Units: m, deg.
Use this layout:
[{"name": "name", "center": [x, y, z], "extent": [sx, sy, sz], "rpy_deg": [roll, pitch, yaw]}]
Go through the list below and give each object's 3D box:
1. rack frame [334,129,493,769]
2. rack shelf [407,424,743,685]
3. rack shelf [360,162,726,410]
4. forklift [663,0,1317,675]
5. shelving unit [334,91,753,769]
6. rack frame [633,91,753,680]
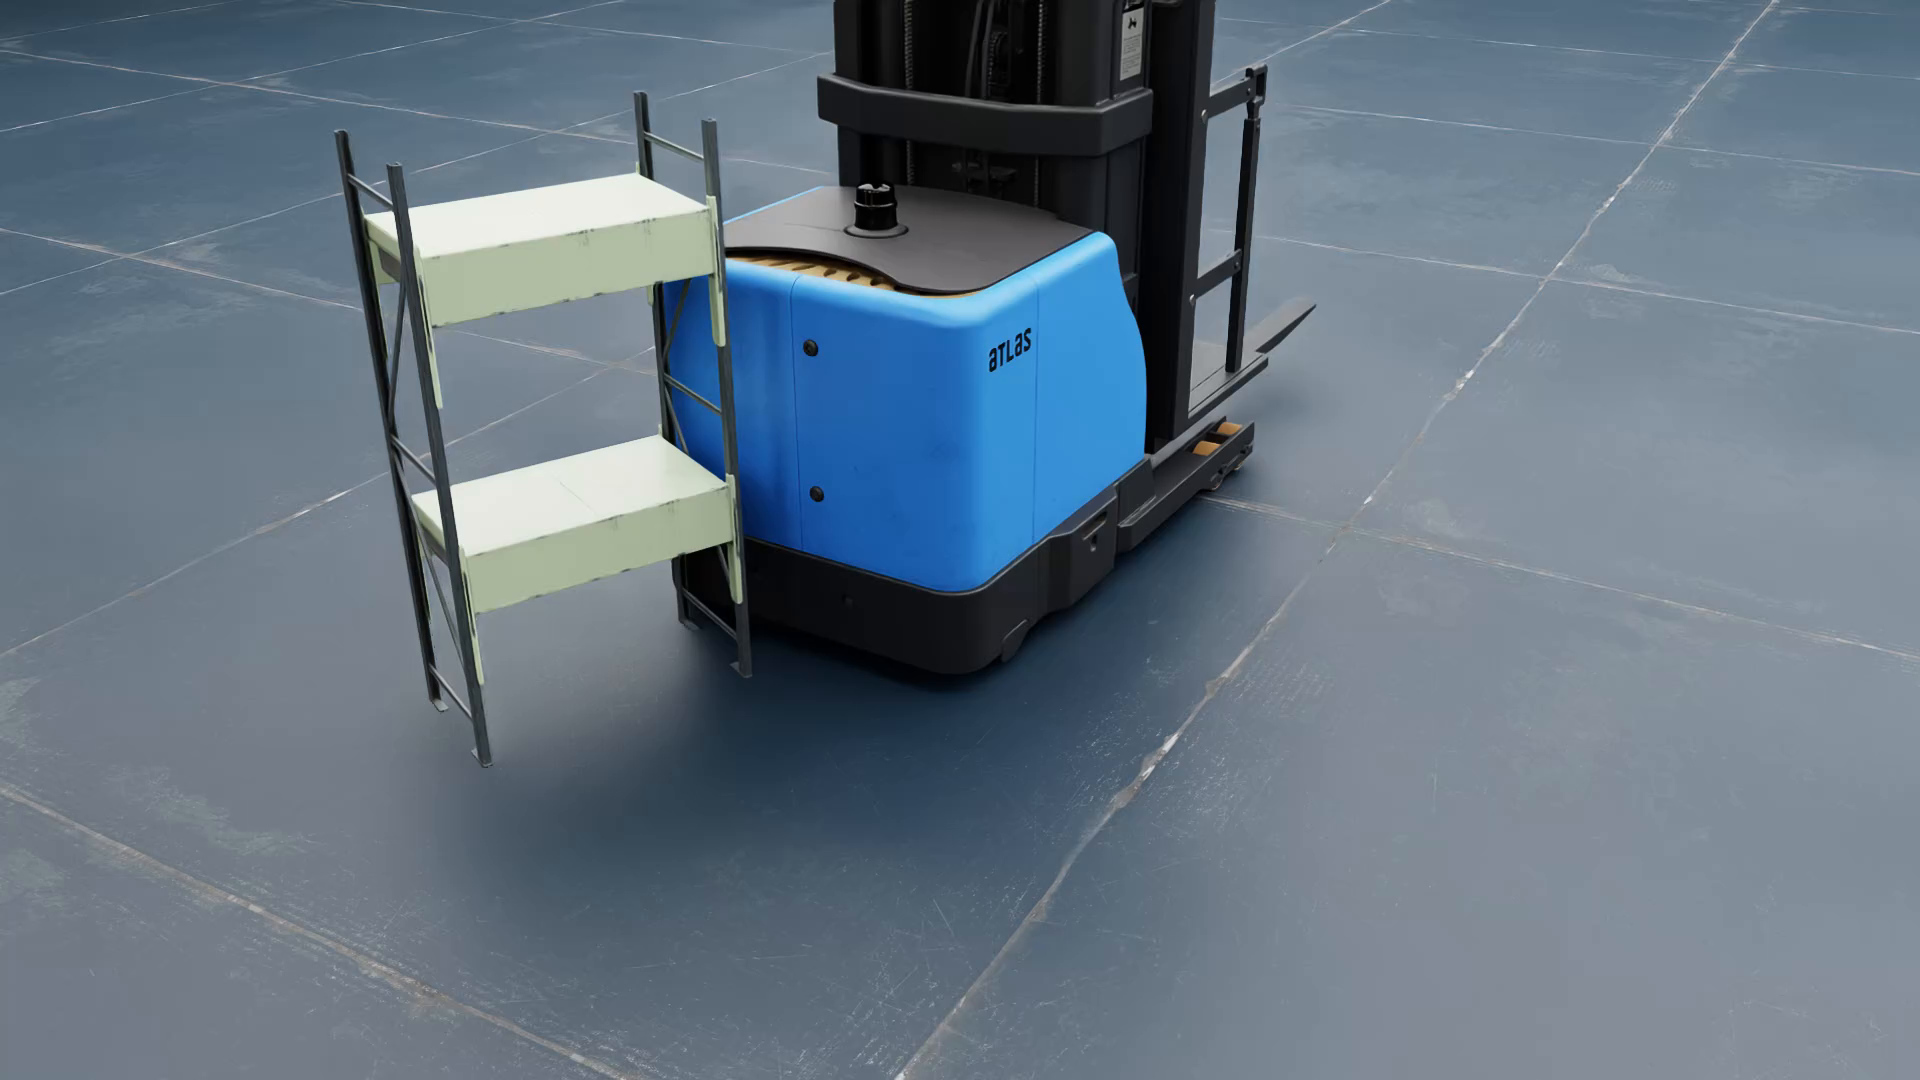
[{"name": "rack frame", "center": [-1.284, -0.179, 3.933], "extent": [0.023, 1.500, 0.400], "rpy_deg": [-17, 31, -31]}, {"name": "rack shelf", "center": [-0.985, 0.018, 4.267], "extent": [0.720, 0.370, 0.431], "rpy_deg": [-17, 31, -31]}, {"name": "rack shelf", "center": [-0.985, -0.623, 3.946], "extent": [0.720, 0.370, 0.431], "rpy_deg": [-17, 31, -31]}, {"name": "forklift", "center": [0.358, -1.574, 5.119], "extent": [1.130, 2.935, 3.031], "rpy_deg": [15, 30, 28]}, {"name": "shelving unit", "center": [-0.985, -0.274, 4.121], "extent": [0.755, 1.500, 0.431], "rpy_deg": [-17, 31, -31]}, {"name": "rack frame", "center": [-0.685, -0.368, 4.309], "extent": [0.023, 1.500, 0.400], "rpy_deg": [-17, 31, -31]}]
